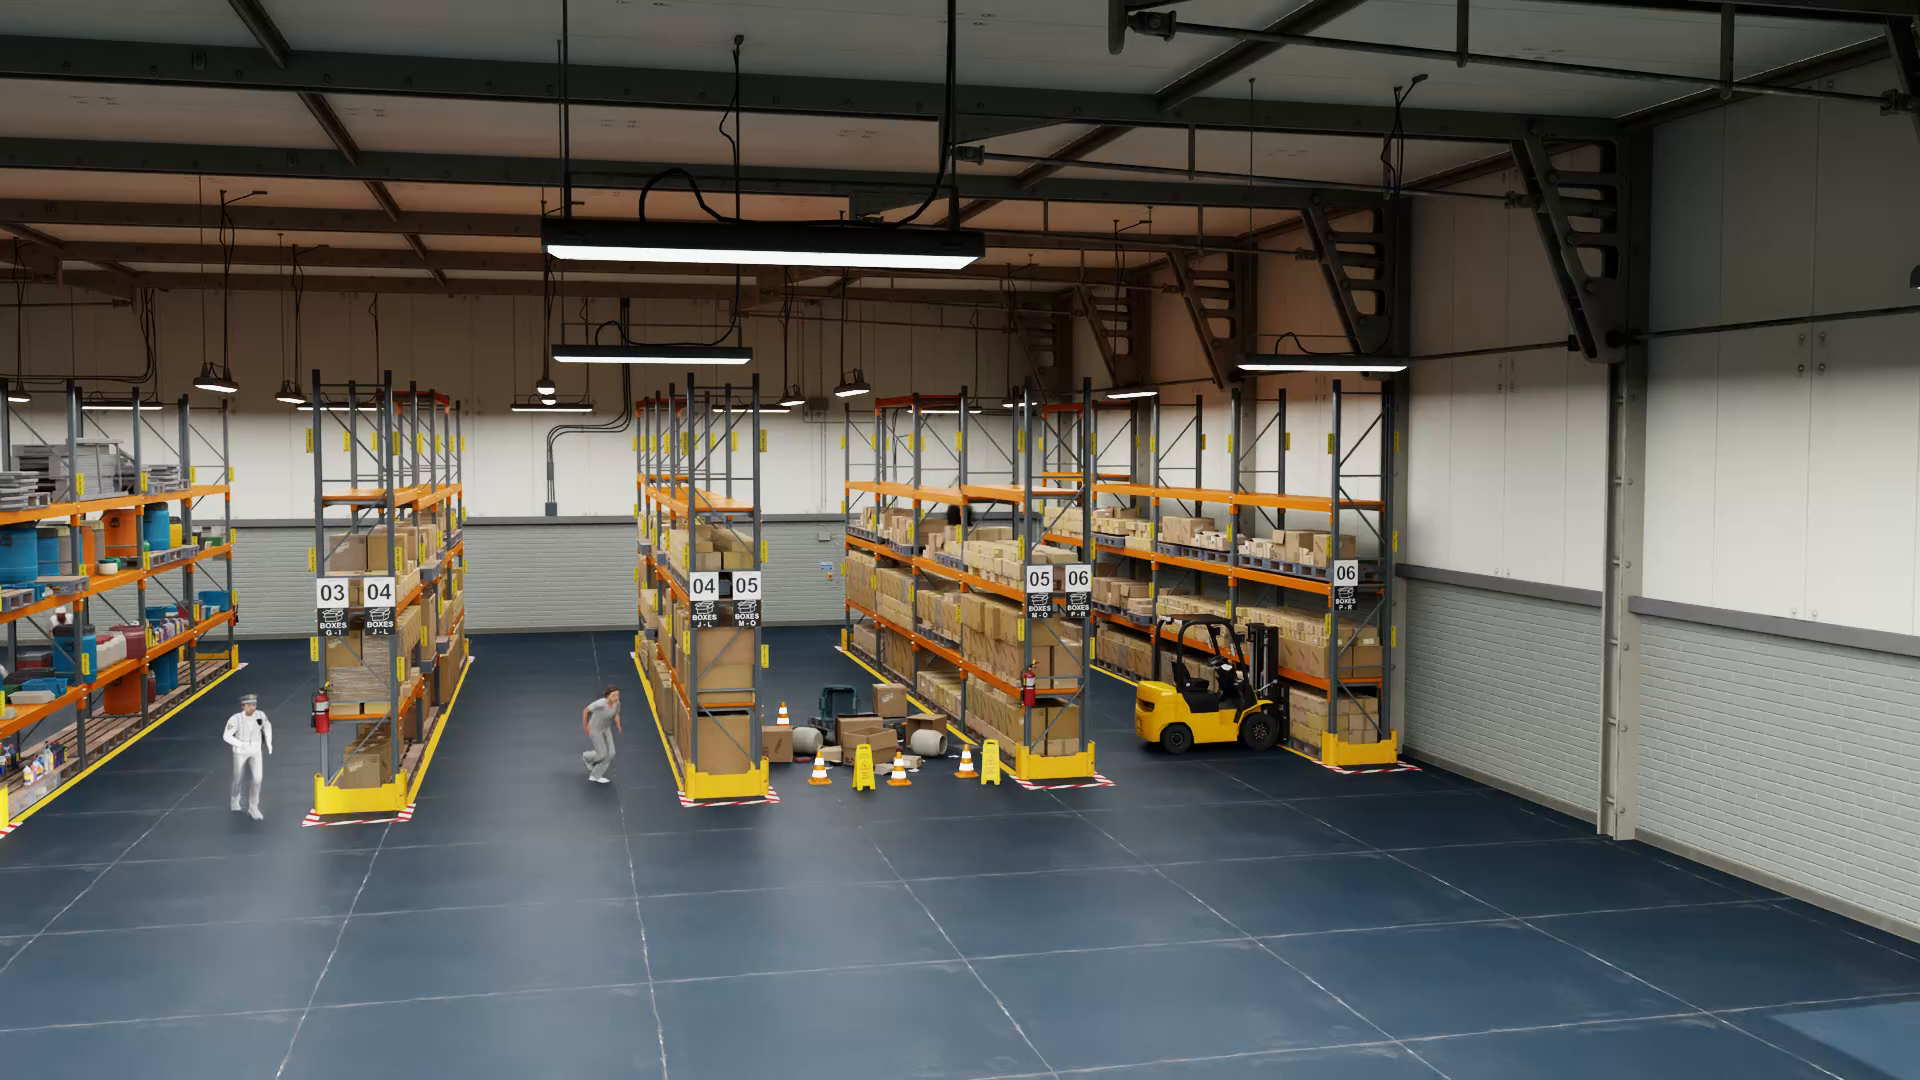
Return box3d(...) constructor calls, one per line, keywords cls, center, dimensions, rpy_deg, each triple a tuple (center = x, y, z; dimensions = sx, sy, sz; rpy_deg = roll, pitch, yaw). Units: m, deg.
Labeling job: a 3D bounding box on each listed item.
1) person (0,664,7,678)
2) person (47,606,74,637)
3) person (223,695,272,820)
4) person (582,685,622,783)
box3d(cls="person", center=(-16.079, 2.619, 27.650), dimensions=(0.519, 1.590, 0.847), rpy_deg=(-1, 3, -19))
box3d(cls="person", center=(-18.847, 2.127, 35.133), dimensions=(0.721, 1.530, 0.918), rpy_deg=(-1, 3, -11))
box3d(cls="person", center=(-9.581, 2.884, 22.365), dimensions=(0.634, 1.688, 0.764), rpy_deg=(-2, 4, -32))
box3d(cls="person", center=(-5.330, 2.854, 24.533), dimensions=(0.834, 1.486, 0.579), rpy_deg=(3, 4, 41))
